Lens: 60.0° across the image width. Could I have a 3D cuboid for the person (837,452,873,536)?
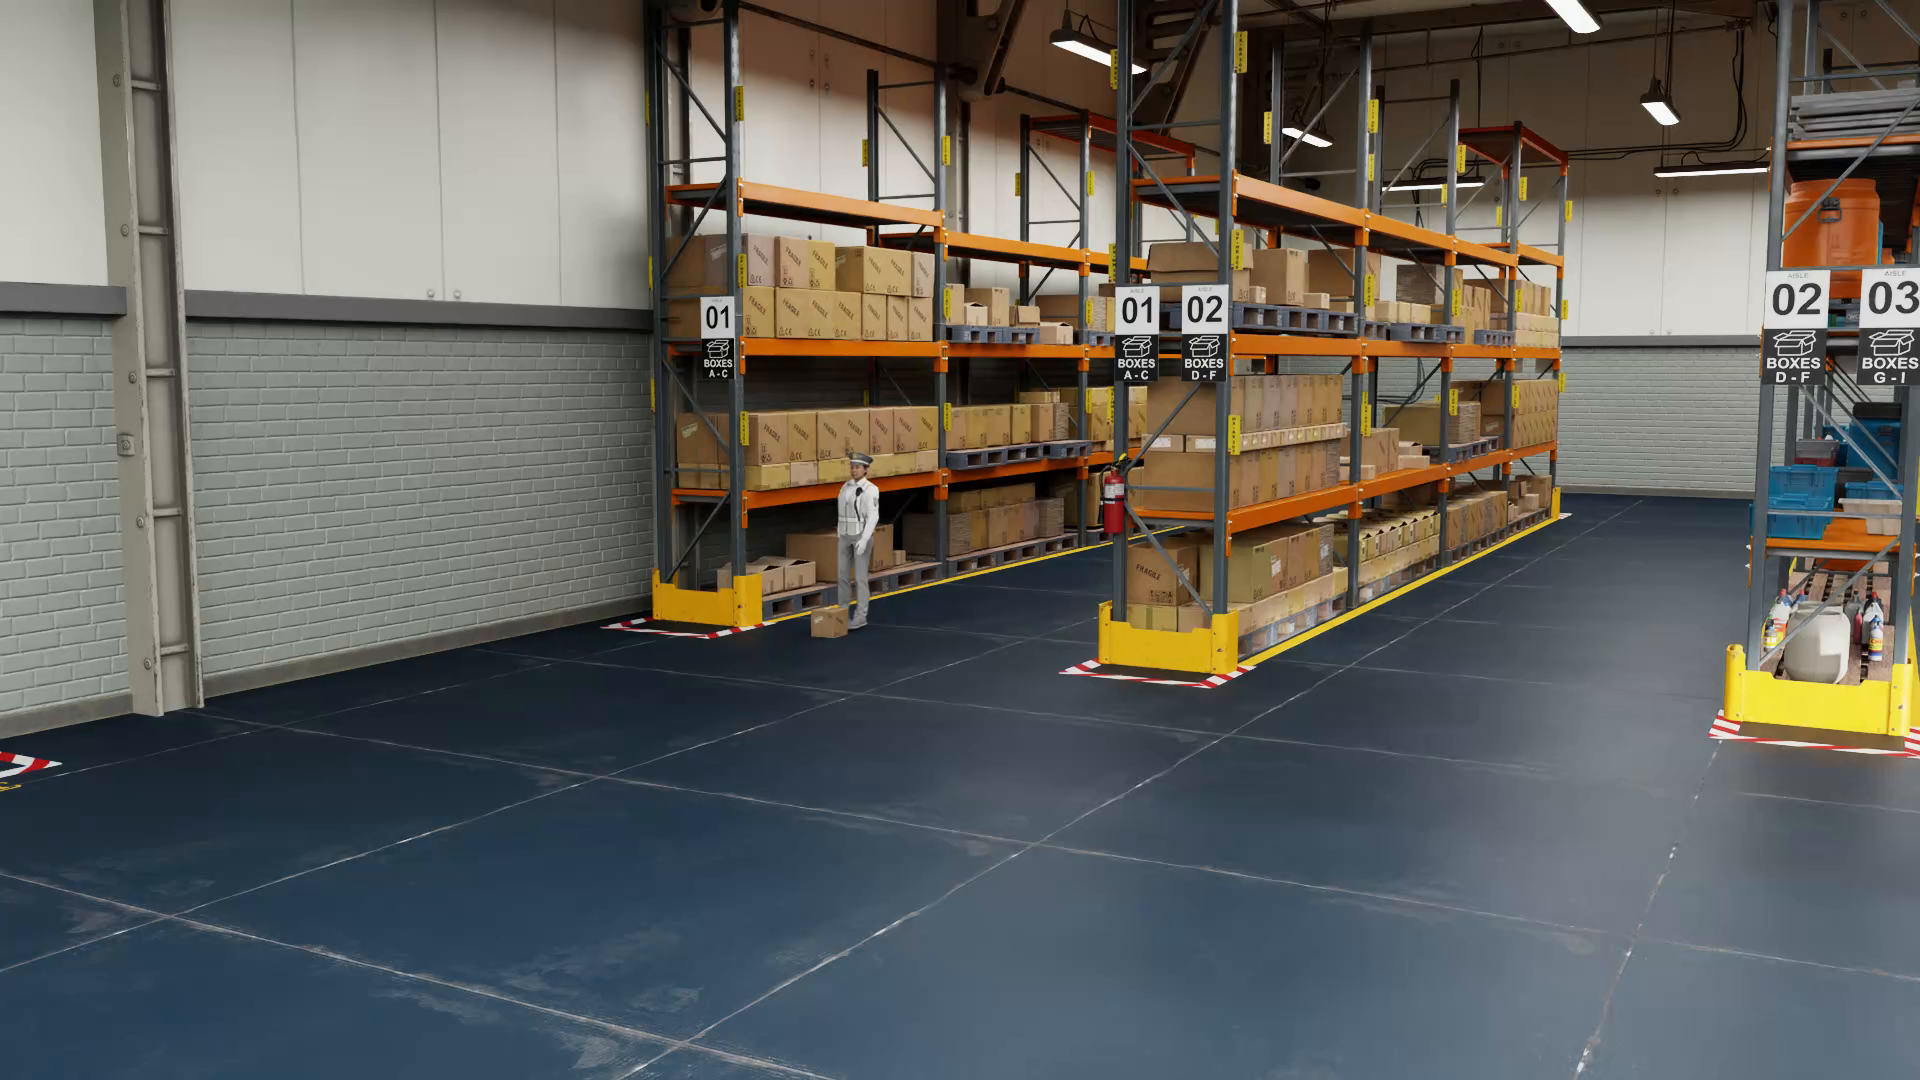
[{"bbox_3d":[-0.990,-0.445,16.010,0.374,0.816,0.348,5,8,37],"label":"person"}]
